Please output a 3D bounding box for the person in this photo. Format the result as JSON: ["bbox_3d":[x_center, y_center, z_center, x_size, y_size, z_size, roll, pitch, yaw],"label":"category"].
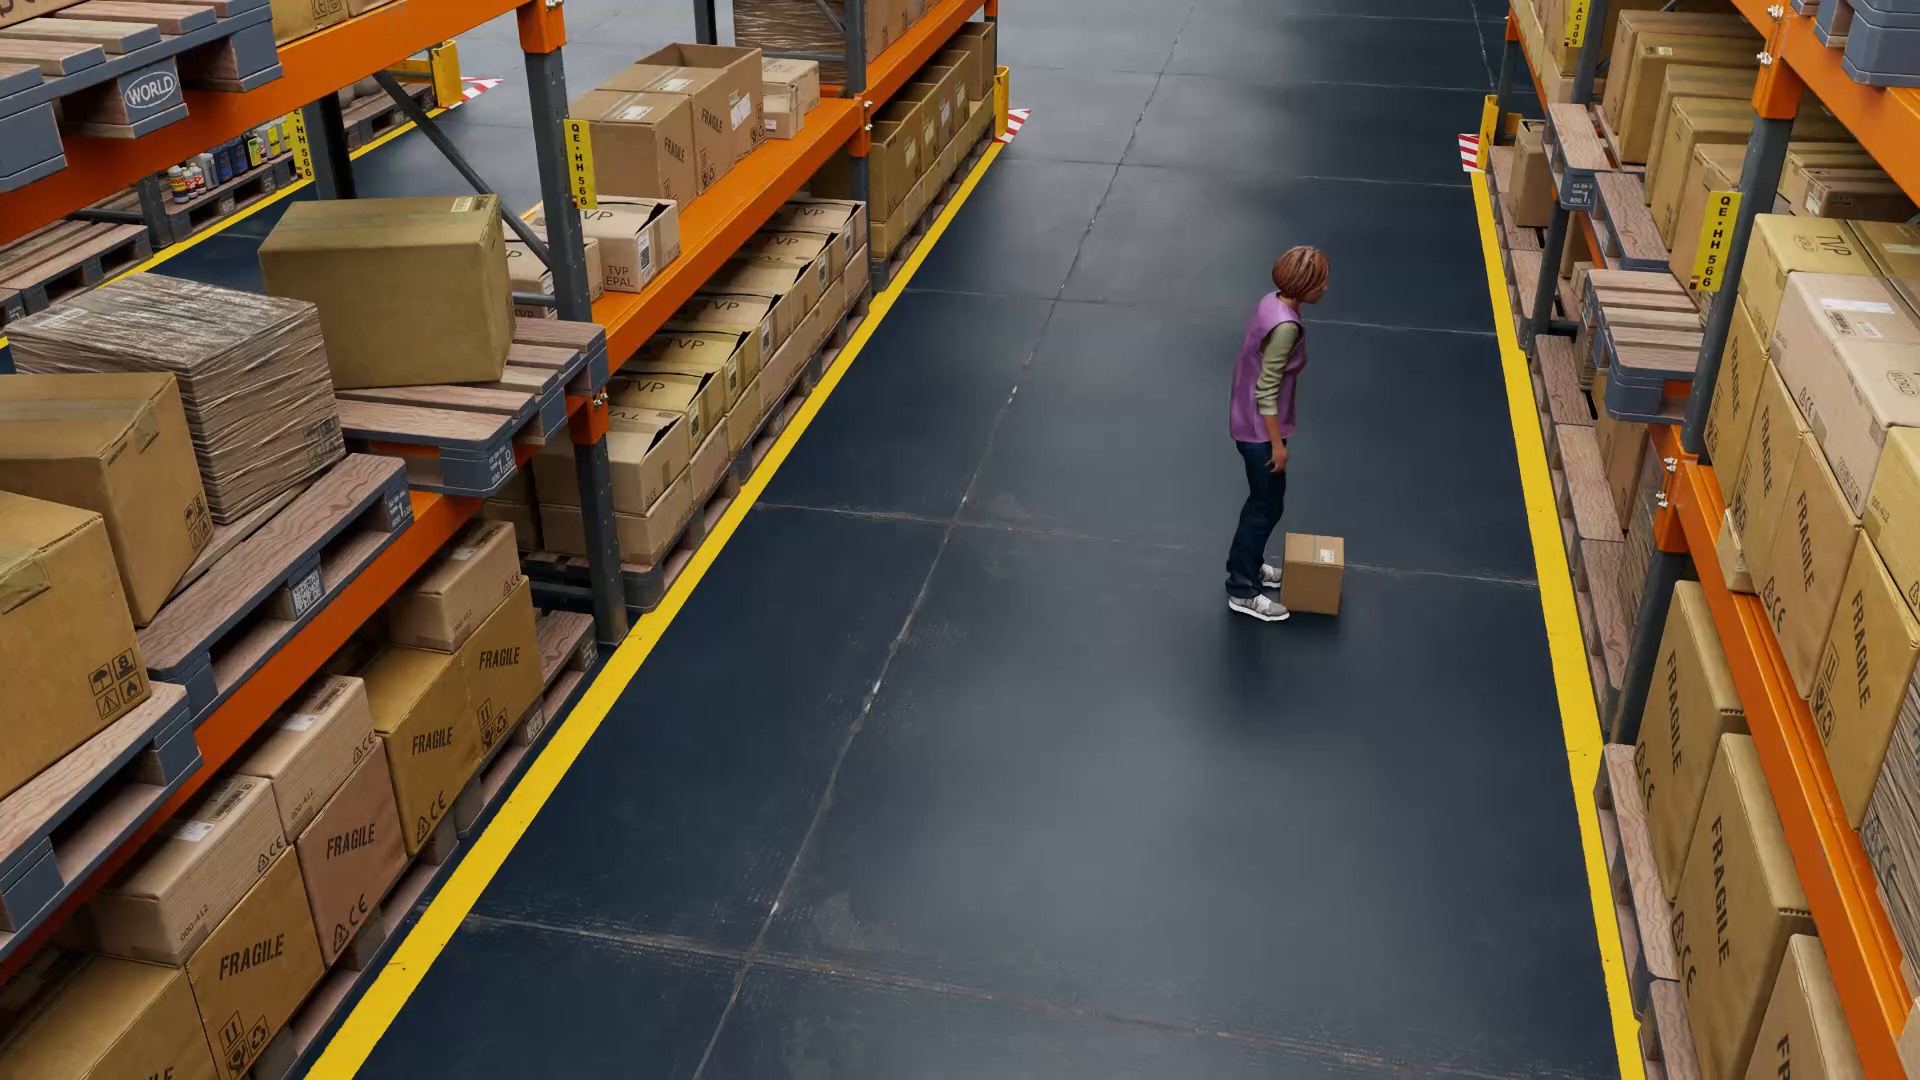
[{"bbox_3d":[1.298,-0.460,6.960,0.347,1.593,0.476,5,30,9],"label":"person"}]
